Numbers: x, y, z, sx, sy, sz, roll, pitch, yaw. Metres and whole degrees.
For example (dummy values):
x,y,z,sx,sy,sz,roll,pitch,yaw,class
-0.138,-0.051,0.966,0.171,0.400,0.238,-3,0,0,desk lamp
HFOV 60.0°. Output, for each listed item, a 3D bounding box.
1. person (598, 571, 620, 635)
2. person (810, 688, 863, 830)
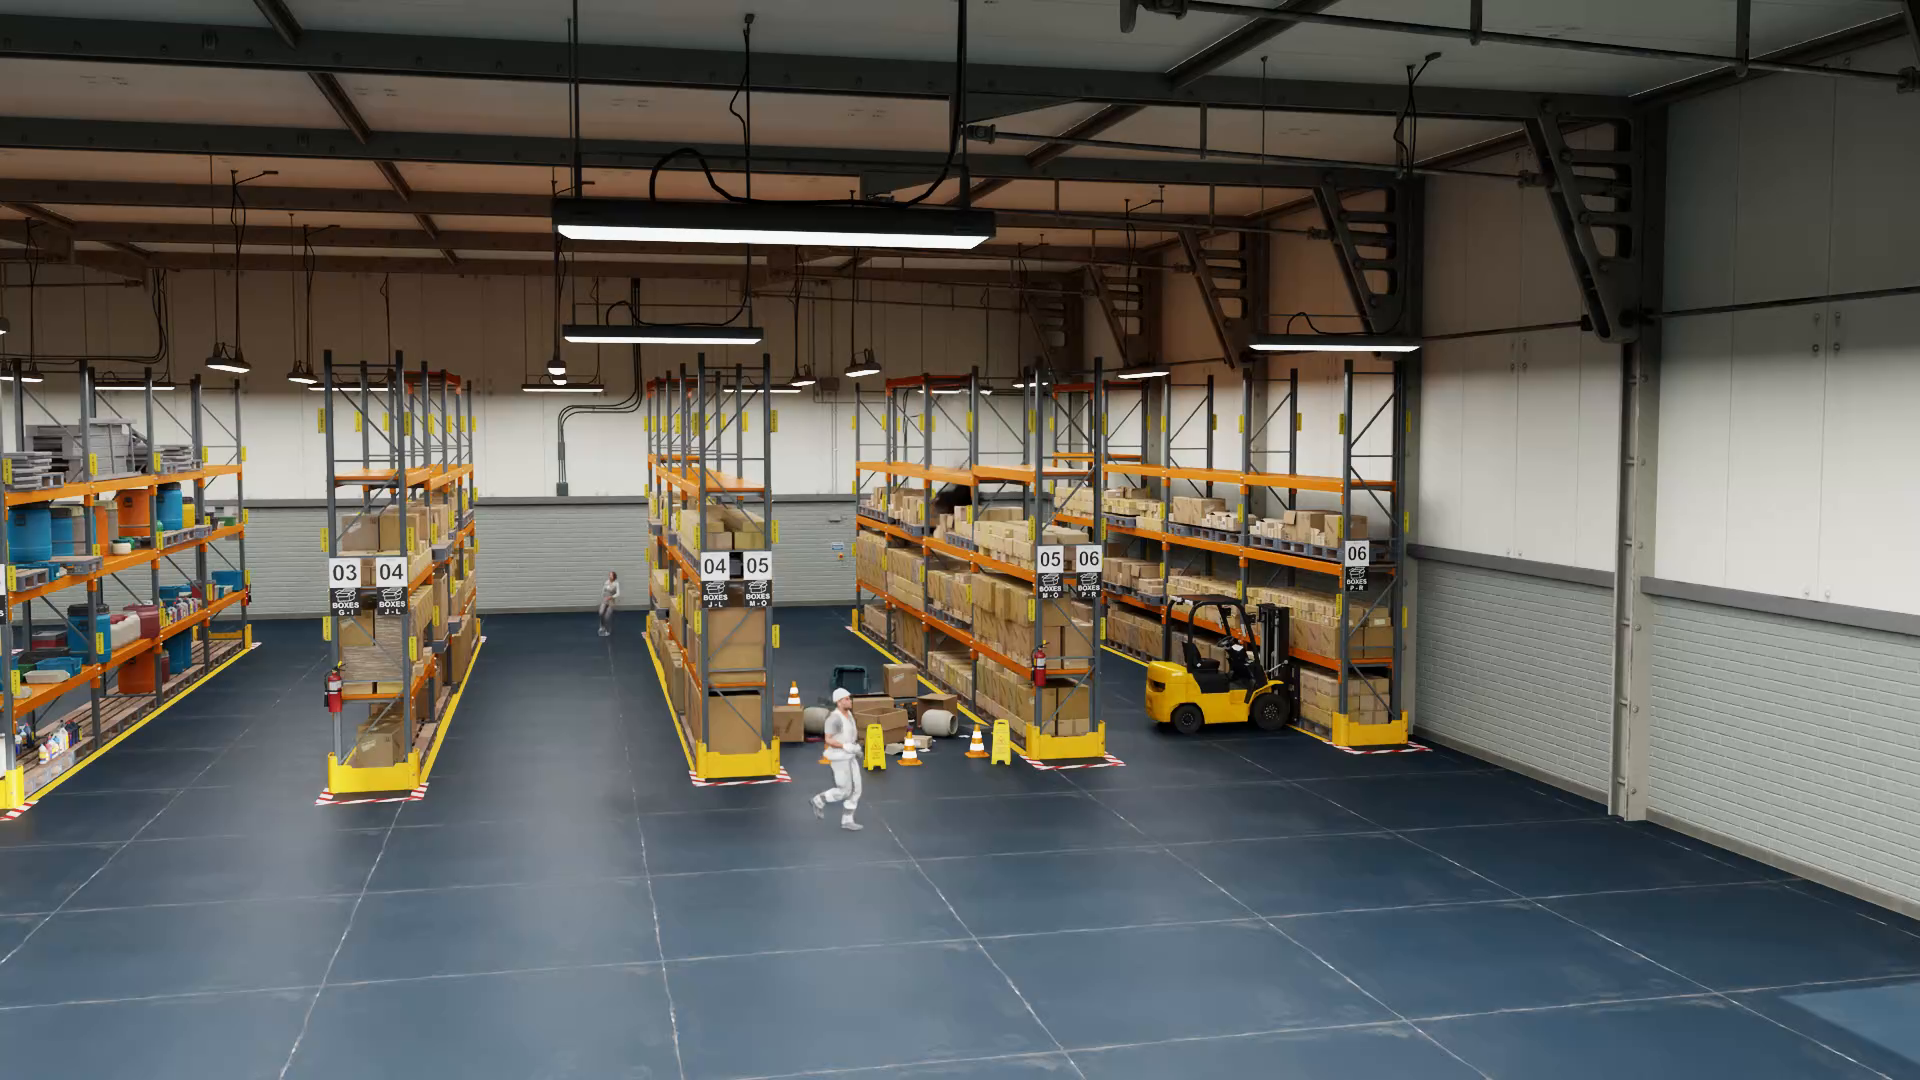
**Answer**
x,y,z,sx,sy,sz,roll,pitch,yaw,class
-8.257,1.502,39.121,0.537,1.528,0.583,1,4,15,person
-1.493,2.698,20.551,0.714,1.749,0.653,2,4,21,person
